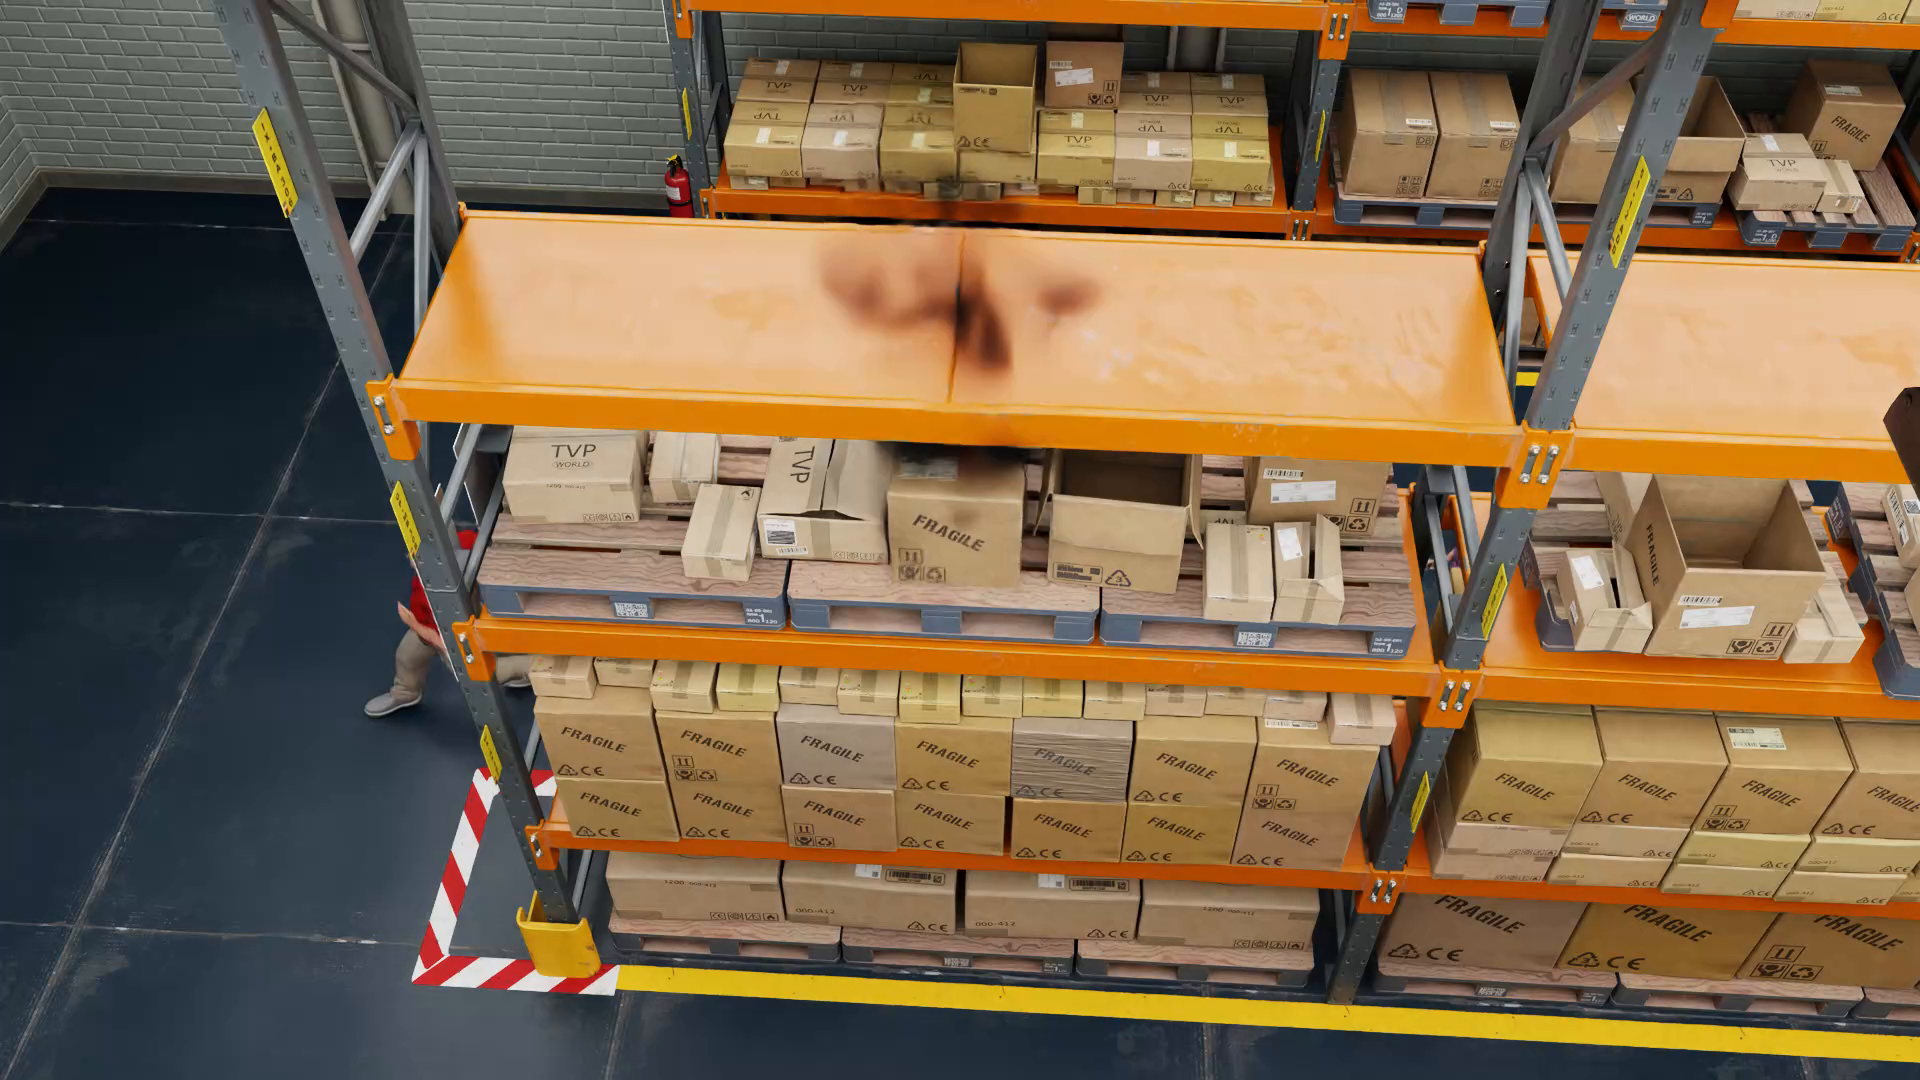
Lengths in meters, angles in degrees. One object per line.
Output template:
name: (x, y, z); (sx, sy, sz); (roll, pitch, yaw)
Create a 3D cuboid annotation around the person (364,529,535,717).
person: (-2.873, 0.515, 9.173); (1.092, 1.587, 0.743); (-20, 51, -17)

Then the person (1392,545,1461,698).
person: (2.920, 0.348, 9.363); (0.840, 1.591, 0.544); (-3, 48, -3)
